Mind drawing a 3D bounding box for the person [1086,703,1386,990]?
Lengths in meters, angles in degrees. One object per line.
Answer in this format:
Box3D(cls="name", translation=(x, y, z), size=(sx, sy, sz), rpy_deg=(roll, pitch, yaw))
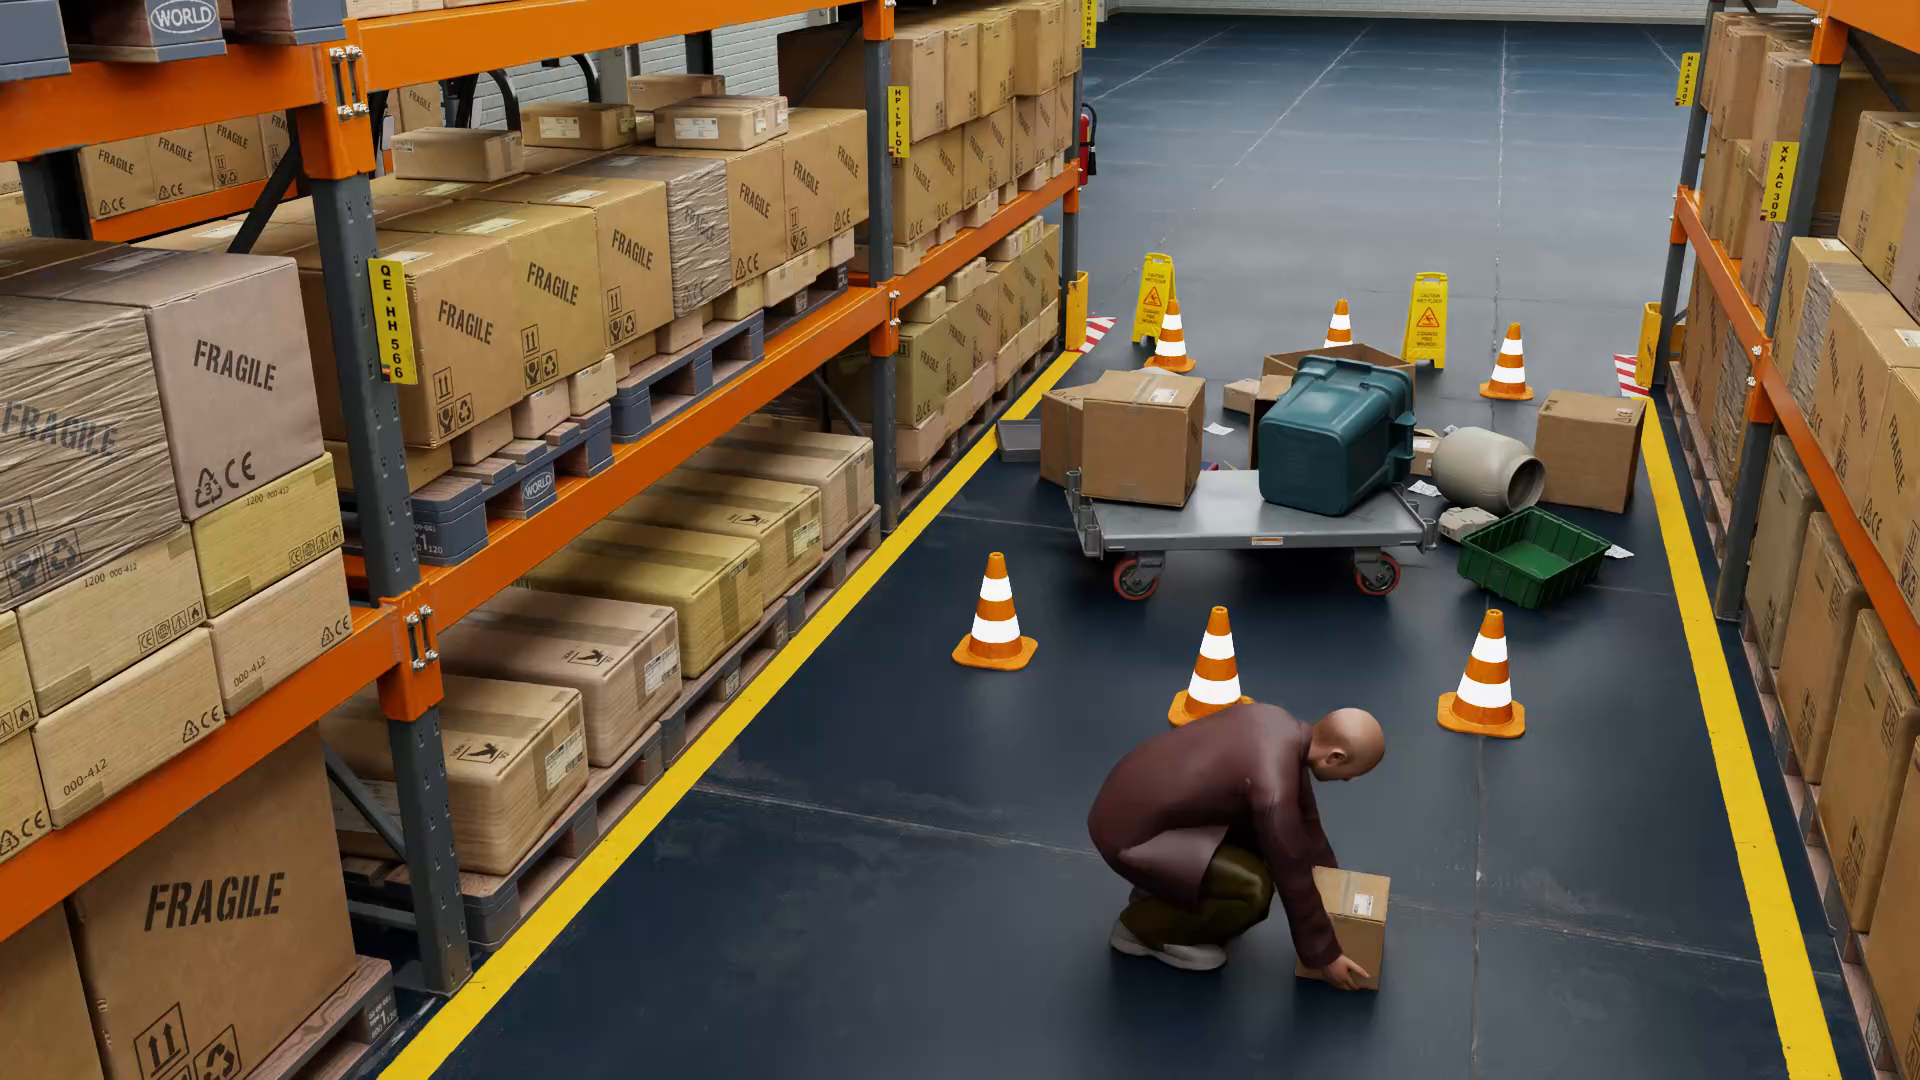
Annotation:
Box3D(cls="person", translation=(0.848, 0.923, 5.158), size=(0.905, 0.856, 0.589), rpy_deg=(6, 23, 16))
